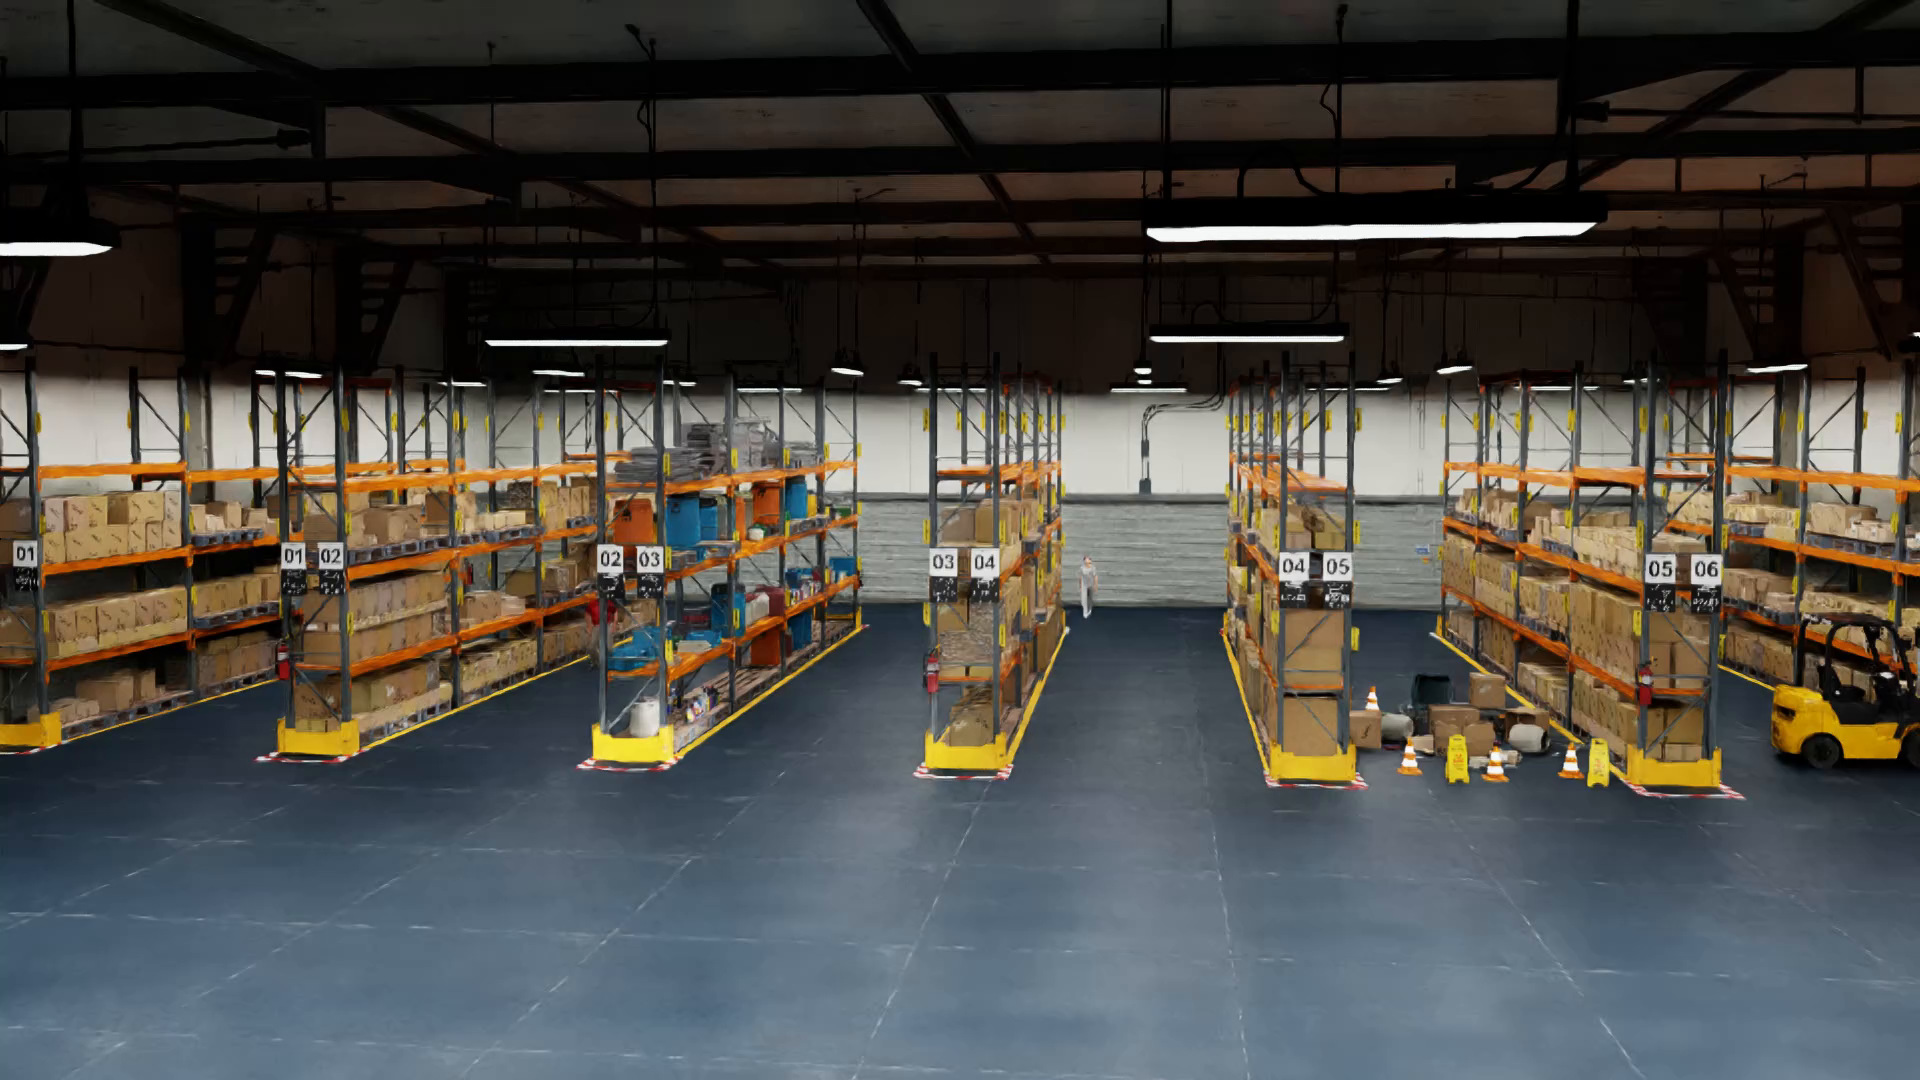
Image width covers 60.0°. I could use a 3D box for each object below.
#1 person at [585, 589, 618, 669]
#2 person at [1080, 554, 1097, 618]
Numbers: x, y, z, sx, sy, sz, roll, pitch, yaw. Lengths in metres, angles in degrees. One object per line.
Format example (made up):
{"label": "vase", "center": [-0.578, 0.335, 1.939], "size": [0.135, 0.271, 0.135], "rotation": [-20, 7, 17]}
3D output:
{"label": "person", "center": [-7.237, 1.796, 33.576], "size": [0.682, 1.676, 0.529], "rotation": [0, 4, 5]}
{"label": "person", "center": [3.305, 1.167, 42.774], "size": [0.453, 1.612, 1.019], "rotation": [0, 4, 5]}
